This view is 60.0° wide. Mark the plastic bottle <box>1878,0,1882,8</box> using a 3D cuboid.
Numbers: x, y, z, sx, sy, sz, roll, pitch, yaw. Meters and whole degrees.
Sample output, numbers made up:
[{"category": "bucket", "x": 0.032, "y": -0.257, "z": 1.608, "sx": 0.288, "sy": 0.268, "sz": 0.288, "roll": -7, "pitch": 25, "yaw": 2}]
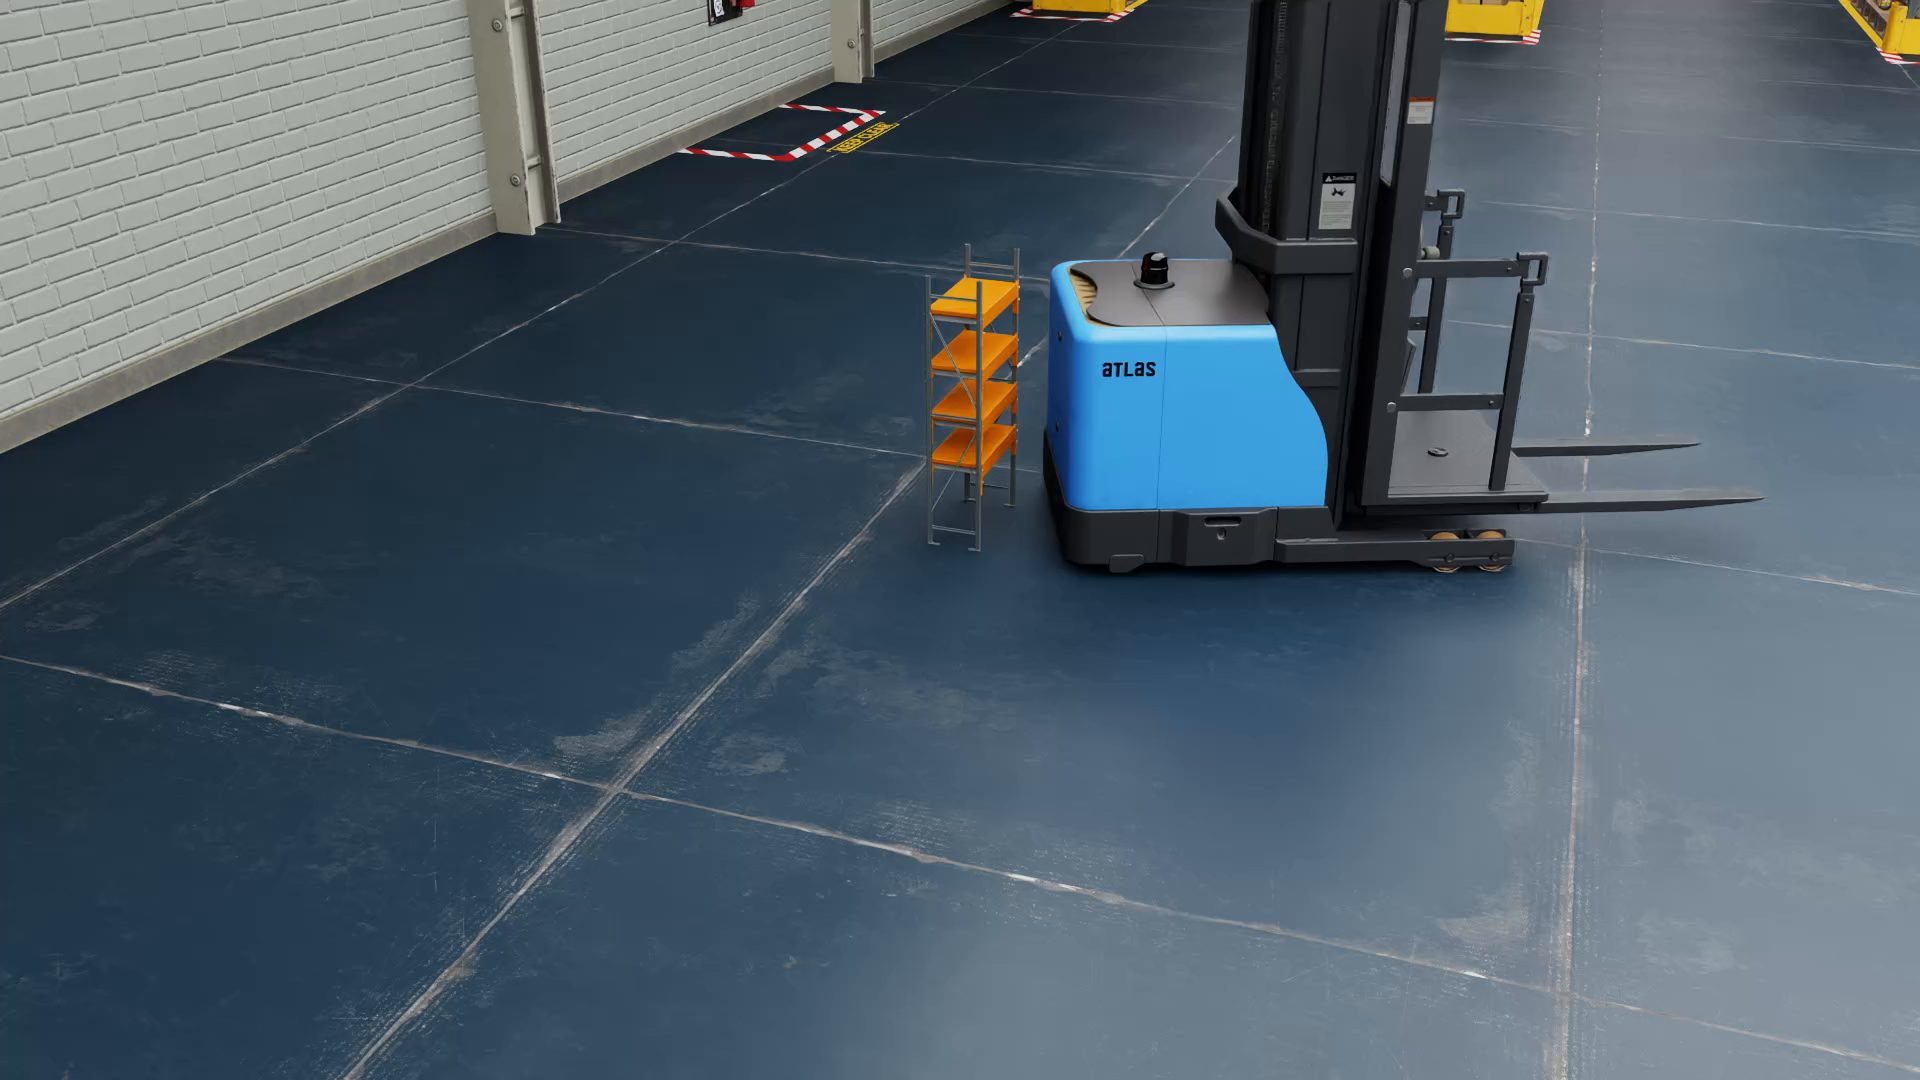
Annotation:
[{"category": "plastic bottle", "x": 11.051, "y": -6.517, "z": 19.880, "sx": 0.061, "sy": 0.283, "sz": 0.133, "roll": 9, "pitch": 27, "yaw": 19}]

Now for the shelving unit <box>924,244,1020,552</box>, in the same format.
[{"category": "shelving unit", "x": 0.055, "y": -0.608, "z": 7.129, "sx": 0.258, "sy": 1.200, "sz": 0.503, "roll": 9, "pitch": 27, "yaw": 17}]

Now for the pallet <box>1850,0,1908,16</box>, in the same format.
[{"category": "pallet", "x": 11.900, "y": -6.791, "z": 21.034, "sx": 1.003, "sy": 0.211, "sz": 1.213, "roll": 9, "pitch": 27, "yaw": 17}]

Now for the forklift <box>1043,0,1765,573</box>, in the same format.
[{"category": "forklift", "x": 1.920, "y": -1.412, "z": 6.803, "sx": 3.031, "sy": 2.935, "sz": 1.130, "roll": -1, "pitch": 26, "yaw": -3}]

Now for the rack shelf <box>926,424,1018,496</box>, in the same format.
[{"category": "rack shelf", "x": 0.055, "y": -0.369, "z": 7.245, "sx": 0.258, "sy": 0.148, "sz": 0.480, "roll": 9, "pitch": 27, "yaw": 17}]

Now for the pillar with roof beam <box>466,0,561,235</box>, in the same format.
[{"category": "pillar with roof beam", "x": 0.973, "y": -5.667, "z": 8.628, "sx": 9.100, "sy": 9.000, "sz": 0.400, "roll": 9, "pitch": 27, "yaw": 17}]

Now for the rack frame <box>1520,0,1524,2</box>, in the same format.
[{"category": "rack frame", "x": 6.162, "y": -7.392, "z": 19.076, "sx": 1.000, "sy": 3.000, "sz": 0.127, "roll": 9, "pitch": 27, "yaw": 17}]

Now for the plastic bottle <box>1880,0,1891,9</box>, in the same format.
[{"category": "plastic bottle", "x": 11.030, "y": -6.429, "z": 19.793, "sx": 0.097, "sy": 0.201, "sz": 0.097, "roll": 0, "pitch": 26, "yaw": 0}]

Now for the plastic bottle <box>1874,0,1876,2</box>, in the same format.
[{"category": "plastic bottle", "x": 11.237, "y": -6.722, "z": 20.226, "sx": 0.144, "sy": 0.351, "sz": 0.185, "roll": 10, "pitch": 28, "yaw": 20}]

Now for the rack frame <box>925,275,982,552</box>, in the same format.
[{"category": "rack frame", "x": -0.026, "y": -0.508, "z": 6.922, "sx": 0.240, "sy": 1.200, "sz": 0.015, "roll": 9, "pitch": 27, "yaw": 17}]

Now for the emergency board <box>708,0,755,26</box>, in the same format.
[{"category": "emergency board", "x": -1.948, "y": -5.047, "z": 14.231, "sx": 0.194, "sy": 1.169, "sz": 0.643, "roll": 9, "pitch": 27, "yaw": 17}]

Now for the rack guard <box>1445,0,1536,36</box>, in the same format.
[{"category": "rack guard", "x": 6.154, "y": -6.258, "z": 19.600, "sx": 1.175, "sy": 0.500, "sz": 0.348, "roll": 9, "pitch": 27, "yaw": 17}]

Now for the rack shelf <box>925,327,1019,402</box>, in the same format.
[{"category": "rack shelf", "x": 0.055, "y": -0.749, "z": 7.061, "sx": 0.258, "sy": 0.148, "sz": 0.480, "roll": 9, "pitch": 27, "yaw": 17}]

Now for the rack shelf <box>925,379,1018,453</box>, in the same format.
[{"category": "rack shelf", "x": 0.055, "y": -0.548, "z": 7.158, "sx": 0.258, "sy": 0.148, "sz": 0.480, "roll": 9, "pitch": 27, "yaw": 17}]

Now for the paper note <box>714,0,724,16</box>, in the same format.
[{"category": "paper note", "x": -2.072, "y": -4.588, "z": 14.294, "sx": 0.016, "sy": 0.148, "sz": 0.142, "roll": 9, "pitch": 27, "yaw": 17}]

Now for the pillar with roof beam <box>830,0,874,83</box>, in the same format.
[{"category": "pillar with roof beam", "x": 2.970, "y": -8.133, "z": 13.721, "sx": 9.100, "sy": 9.000, "sz": 0.400, "roll": 9, "pitch": 27, "yaw": 17}]

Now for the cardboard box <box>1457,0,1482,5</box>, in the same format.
[{"category": "cardboard box", "x": 6.062, "y": -6.607, "z": 20.127, "sx": 0.500, "sy": 0.250, "sz": 0.500, "roll": 9, "pitch": 27, "yaw": 17}]

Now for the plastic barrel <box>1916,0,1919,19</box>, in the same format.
[{"category": "plastic barrel", "x": 10.979, "y": -6.023, "z": 18.621, "sx": 0.421, "sy": 0.512, "sz": 0.421, "roll": 0, "pitch": 26, "yaw": 0}]

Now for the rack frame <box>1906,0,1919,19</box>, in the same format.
[{"category": "rack frame", "x": 10.832, "y": -6.673, "z": 17.589, "sx": 1.000, "sy": 3.000, "sz": 0.127, "roll": 9, "pitch": 27, "yaw": 17}]

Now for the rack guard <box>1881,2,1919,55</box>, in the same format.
[{"category": "rack guard", "x": 10.813, "y": -5.586, "z": 18.213, "sx": 1.175, "sy": 0.500, "sz": 0.348, "roll": 9, "pitch": 27, "yaw": 17}]

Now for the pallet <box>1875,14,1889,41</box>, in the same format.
[{"category": "pallet", "x": 11.088, "y": -5.789, "z": 18.964, "sx": 1.003, "sy": 0.211, "sz": 1.213, "roll": 9, "pitch": 27, "yaw": 17}]

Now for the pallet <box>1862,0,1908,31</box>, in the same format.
[{"category": "pallet", "x": 11.496, "y": -6.288, "z": 19.996, "sx": 1.003, "sy": 0.211, "sz": 1.213, "roll": 9, "pitch": 27, "yaw": 17}]

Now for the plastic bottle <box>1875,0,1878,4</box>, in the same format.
[{"category": "plastic bottle", "x": 11.186, "y": -6.620, "z": 20.101, "sx": 0.152, "sy": 0.276, "sz": 0.135, "roll": 8, "pitch": 27, "yaw": 16}]

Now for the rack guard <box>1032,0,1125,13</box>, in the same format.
[{"category": "rack guard", "x": 1.515, "y": -7.015, "z": 21.166, "sx": 1.175, "sy": 0.500, "sz": 0.348, "roll": 9, "pitch": 27, "yaw": 17}]

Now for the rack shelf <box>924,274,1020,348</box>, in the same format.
[{"category": "rack shelf", "x": 0.055, "y": -0.962, "z": 6.958, "sx": 0.258, "sy": 0.148, "sz": 0.480, "roll": 9, "pitch": 27, "yaw": 17}]

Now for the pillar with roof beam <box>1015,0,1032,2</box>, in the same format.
[{"category": "pillar with roof beam", "x": 4.966, "y": -10.598, "z": 18.813, "sx": 9.100, "sy": 9.000, "sz": 0.400, "roll": 9, "pitch": 27, "yaw": 17}]

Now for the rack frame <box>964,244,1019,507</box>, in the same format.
[{"category": "rack frame", "x": 0.136, "y": -0.708, "z": 7.336, "sx": 0.240, "sy": 1.200, "sz": 0.015, "roll": 9, "pitch": 27, "yaw": 17}]

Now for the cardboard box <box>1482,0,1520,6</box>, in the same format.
[{"category": "cardboard box", "x": 6.550, "y": -6.532, "z": 19.972, "sx": 0.500, "sy": 0.250, "sz": 0.500, "roll": 9, "pitch": 27, "yaw": 17}]

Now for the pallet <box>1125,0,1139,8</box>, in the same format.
[{"category": "pallet", "x": 1.819, "y": -7.214, "z": 21.908, "sx": 1.003, "sy": 0.211, "sz": 1.213, "roll": 9, "pitch": 27, "yaw": 17}]

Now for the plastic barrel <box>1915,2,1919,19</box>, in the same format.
[{"category": "plastic barrel", "x": 11.146, "y": -6.229, "z": 19.047, "sx": 0.421, "sy": 0.512, "sz": 0.421, "roll": 0, "pitch": 26, "yaw": 0}]

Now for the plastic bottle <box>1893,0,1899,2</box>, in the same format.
[{"category": "plastic bottle", "x": 11.240, "y": -6.551, "z": 19.950, "sx": 0.061, "sy": 0.283, "sz": 0.133, "roll": 9, "pitch": 27, "yaw": 17}]

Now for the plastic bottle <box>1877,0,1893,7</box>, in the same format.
[{"category": "plastic bottle", "x": 11.139, "y": -6.563, "z": 19.983, "sx": 0.152, "sy": 0.276, "sz": 0.135, "roll": 9, "pitch": 27, "yaw": 18}]
